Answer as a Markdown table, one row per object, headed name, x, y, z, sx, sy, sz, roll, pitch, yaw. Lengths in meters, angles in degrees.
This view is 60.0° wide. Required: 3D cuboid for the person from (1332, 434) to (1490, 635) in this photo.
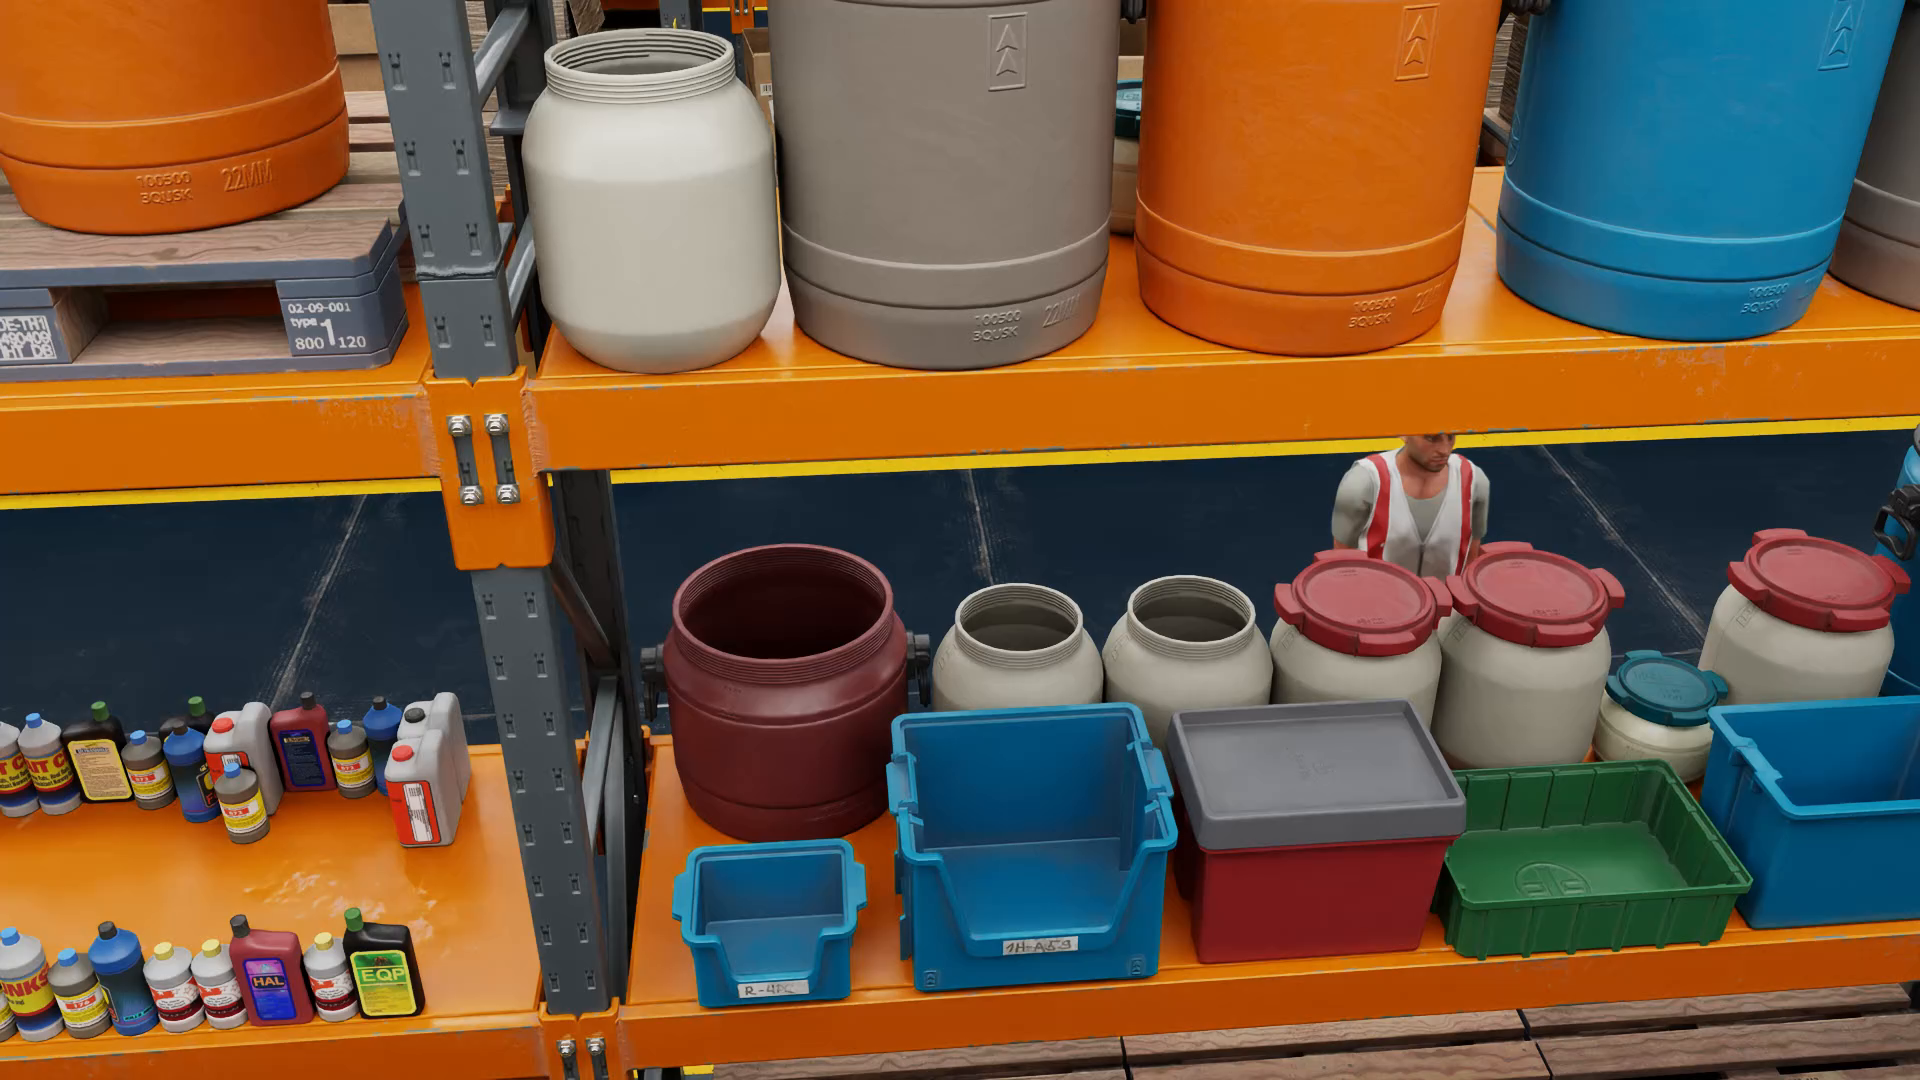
| name | x | y | z | sx | sy | sz | roll | pitch | yaw |
| --- | --- | --- | --- | --- | --- | --- | --- | --- | --- |
| person | 1.491 | 0.287 | 5.636 | 0.524 | 1.787 | 0.359 | -2 | 31 | -3 |
